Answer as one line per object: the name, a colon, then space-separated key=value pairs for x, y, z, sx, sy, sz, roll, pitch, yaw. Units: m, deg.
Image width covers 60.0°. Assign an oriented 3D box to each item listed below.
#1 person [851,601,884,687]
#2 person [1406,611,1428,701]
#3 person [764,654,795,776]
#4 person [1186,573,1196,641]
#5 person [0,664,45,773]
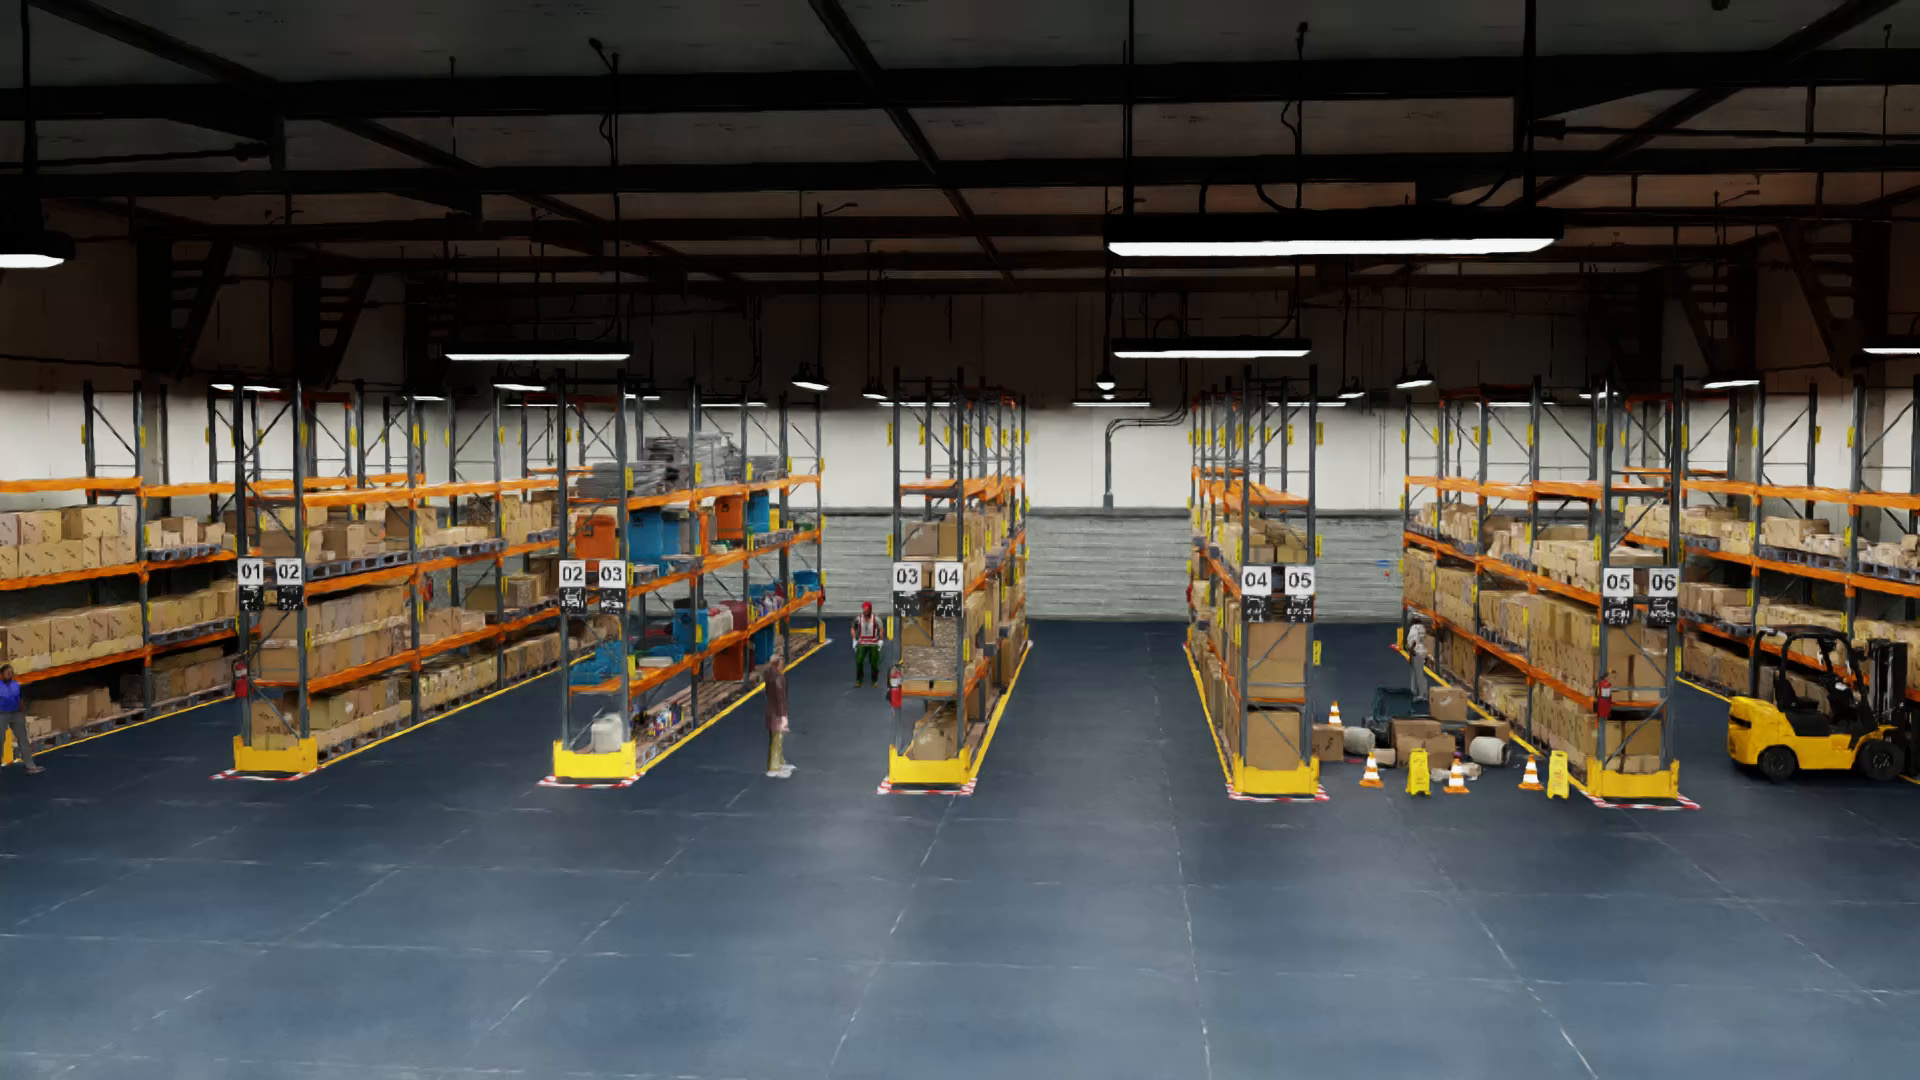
person: x=-1.845 y=2.079 z=33.177 sx=0.677 sy=1.742 sz=0.552 roll=0 pitch=4 yaw=4
person: x=8.653 y=2.193 z=31.609 sx=0.562 sy=1.663 sz=0.587 roll=2 pitch=4 yaw=28
person: x=-2.662 y=2.627 z=24.591 sx=0.514 sy=1.667 sz=0.638 roll=-2 pitch=4 yaw=-24
person: x=5.803 y=1.628 z=40.566 sx=0.546 sy=1.723 sz=0.550 roll=-2 pitch=4 yaw=-29
person: x=-14.014 y=2.647 z=24.576 sx=0.559 sy=1.633 sz=0.697 roll=3 pitch=5 yaw=43
